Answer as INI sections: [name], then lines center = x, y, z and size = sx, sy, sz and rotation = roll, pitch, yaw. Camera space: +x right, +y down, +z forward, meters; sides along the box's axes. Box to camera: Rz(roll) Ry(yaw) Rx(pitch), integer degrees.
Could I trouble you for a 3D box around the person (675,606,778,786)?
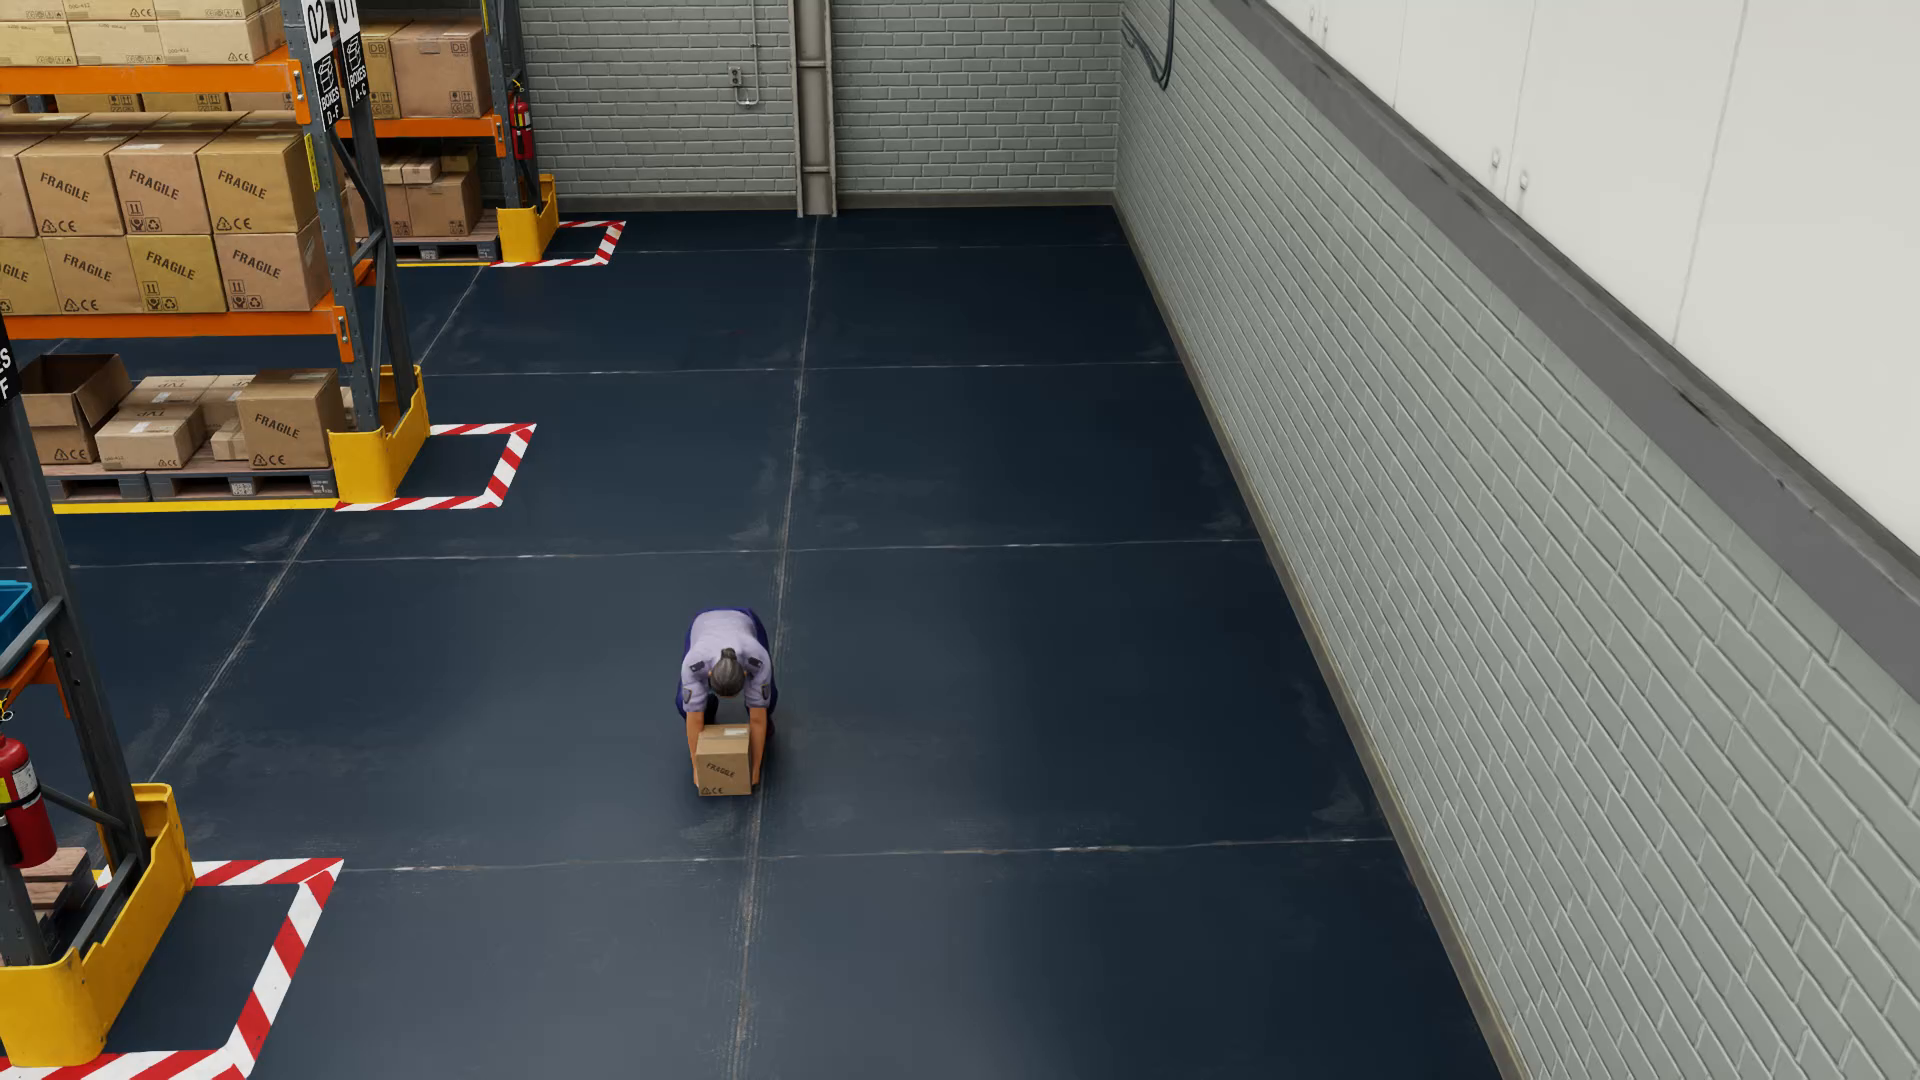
[person]
center = -1.159, 0.718, 8.274
size = 0.507, 0.746, 0.885
rotation = -2, 28, -4
